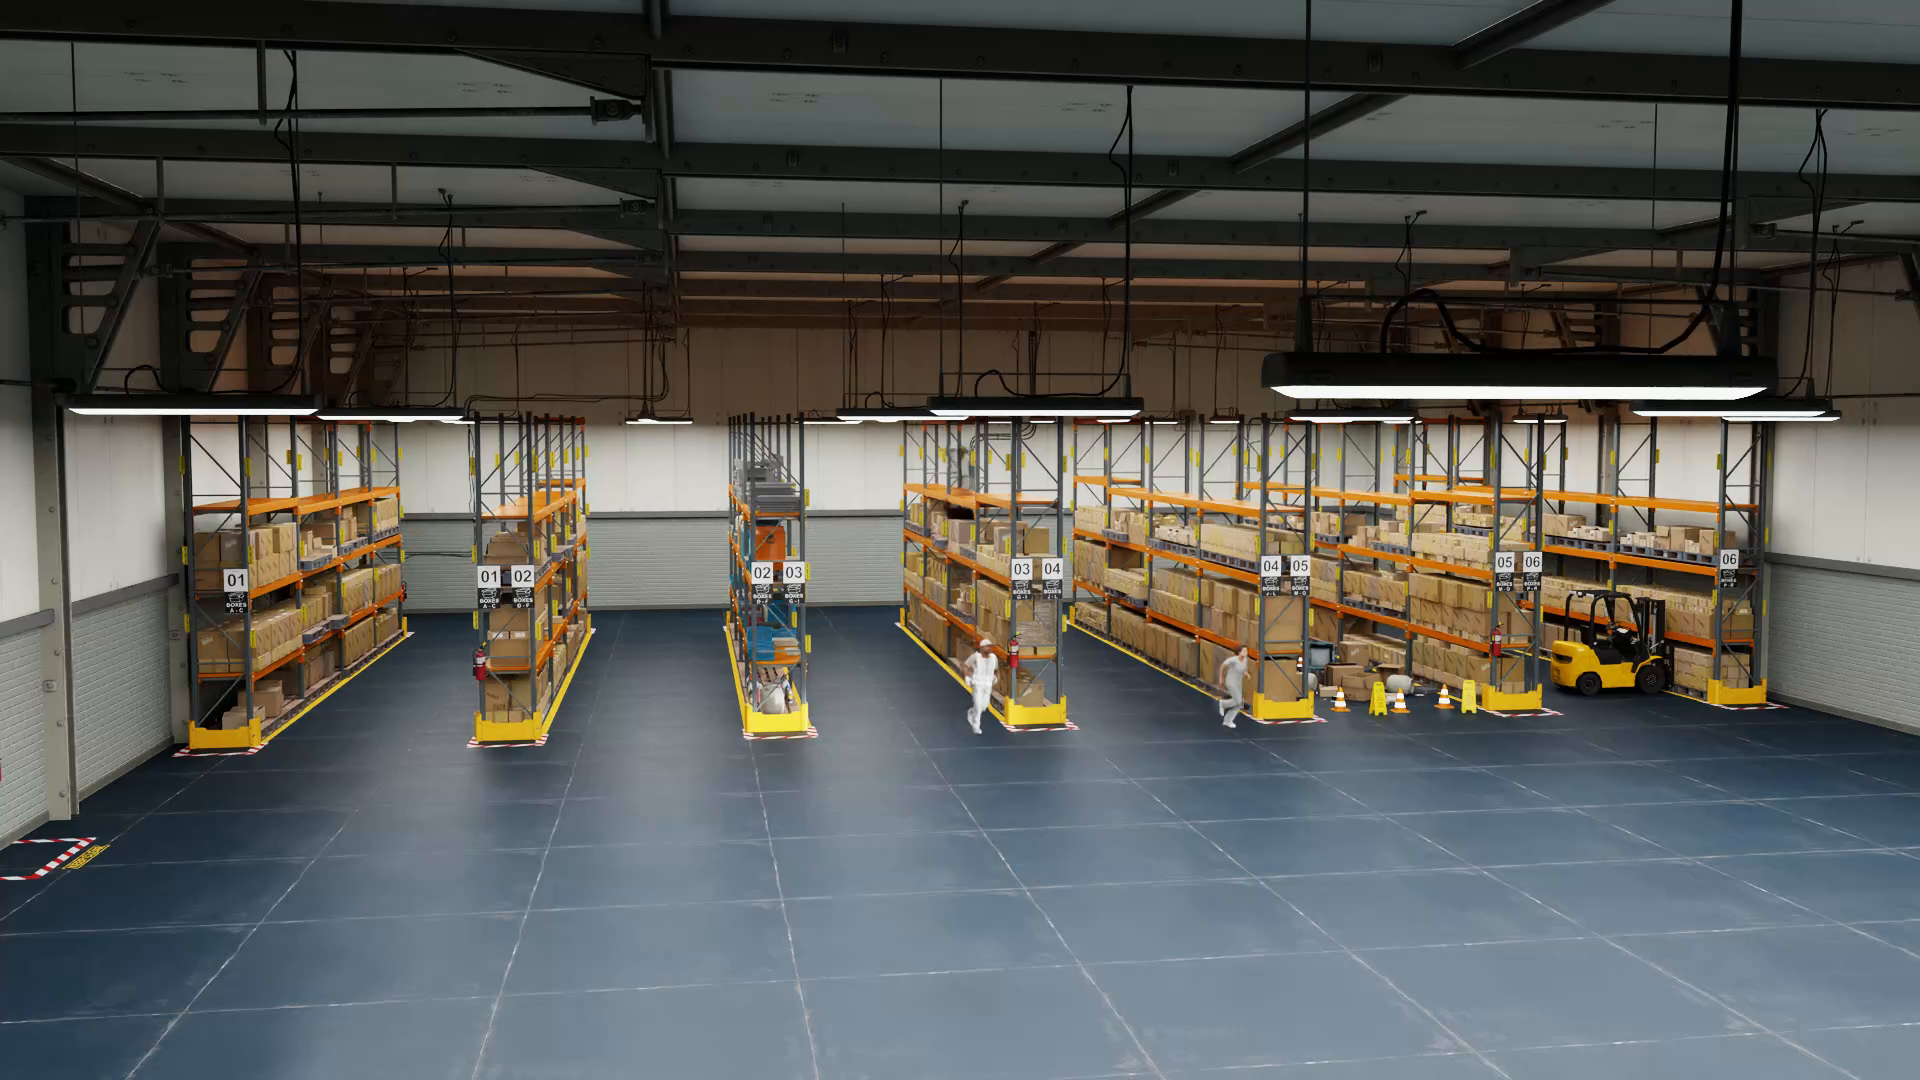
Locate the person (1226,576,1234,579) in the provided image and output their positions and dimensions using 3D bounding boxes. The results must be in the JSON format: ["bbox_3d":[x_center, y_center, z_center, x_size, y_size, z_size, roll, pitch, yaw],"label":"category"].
[{"bbox_3d":[7.099,1.866,43.863,0.671,1.829,0.901,-1,4,-16],"label":"person"}]

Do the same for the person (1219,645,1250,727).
[{"bbox_3d":[5.252,2.780,31.769,0.554,1.597,0.691,-4,5,-43],"label":"person"}]

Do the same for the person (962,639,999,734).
[{"bbox_3d":[0.402,2.729,31.327,0.733,1.741,0.816,-2,4,-24],"label":"person"}]
